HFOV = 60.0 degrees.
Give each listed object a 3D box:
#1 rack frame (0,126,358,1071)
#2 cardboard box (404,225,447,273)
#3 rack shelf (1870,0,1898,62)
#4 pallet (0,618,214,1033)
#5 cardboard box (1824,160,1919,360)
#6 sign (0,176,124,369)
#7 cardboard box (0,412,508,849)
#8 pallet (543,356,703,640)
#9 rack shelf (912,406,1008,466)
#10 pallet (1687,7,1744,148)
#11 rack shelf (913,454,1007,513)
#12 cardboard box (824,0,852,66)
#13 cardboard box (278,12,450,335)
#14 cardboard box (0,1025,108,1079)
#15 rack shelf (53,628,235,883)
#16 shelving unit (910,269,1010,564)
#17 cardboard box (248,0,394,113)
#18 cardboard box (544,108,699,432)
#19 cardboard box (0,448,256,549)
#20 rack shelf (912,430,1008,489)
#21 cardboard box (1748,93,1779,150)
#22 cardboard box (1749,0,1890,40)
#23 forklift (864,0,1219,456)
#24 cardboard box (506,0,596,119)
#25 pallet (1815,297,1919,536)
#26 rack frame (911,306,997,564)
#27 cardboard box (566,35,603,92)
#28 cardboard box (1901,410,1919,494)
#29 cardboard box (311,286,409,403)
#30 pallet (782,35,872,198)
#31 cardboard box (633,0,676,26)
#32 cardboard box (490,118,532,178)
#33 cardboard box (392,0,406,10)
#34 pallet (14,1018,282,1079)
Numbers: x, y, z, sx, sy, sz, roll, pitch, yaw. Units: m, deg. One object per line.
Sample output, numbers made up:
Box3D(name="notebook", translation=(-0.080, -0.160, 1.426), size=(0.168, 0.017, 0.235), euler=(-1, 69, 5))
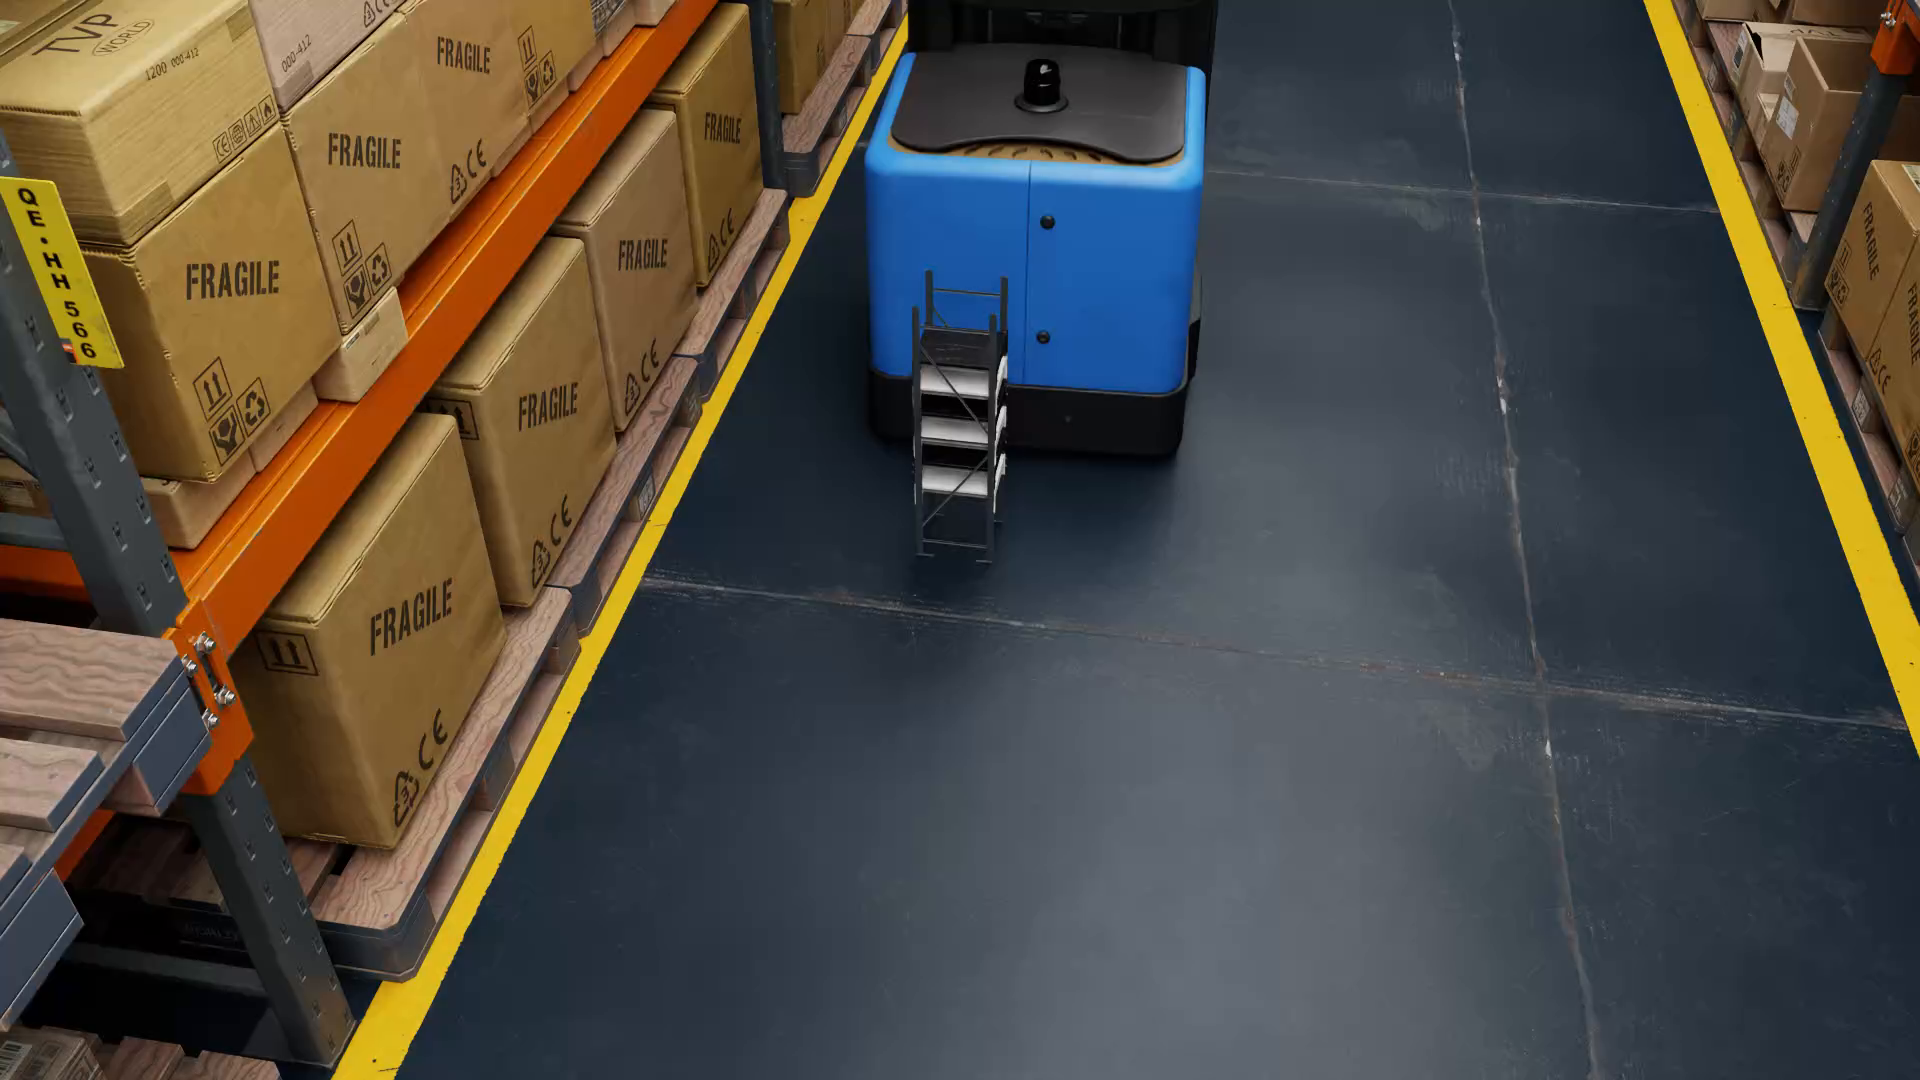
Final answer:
Box3D(name="rack frame", translation=(-1.909, -0.041, 2.945), size=(1.000, 3.000, 0.127), euler=(6, 40, 8))
Box3D(name="cardboard box", translation=(-1.483, -0.782, 4.024), size=(0.380, 0.149, 0.250), euler=(7, 40, 9))
Box3D(name="rack shelf", translation=(4.009, -2.985, 7.071), size=(1.077, 0.370, 4.000), euler=(6, 40, 8))
Box3D(name="pallet", translation=(-1.927, 0.492, 2.451), size=(1.213, 0.211, 1.003), euler=(6, 40, 8))
Box3D(name="cardboard box", translation=(3.340, -0.937, 5.645), size=(0.500, 0.500, 0.500), euler=(5, 40, 6))
Box3D(name="sign", translation=(-1.372, -0.402, 2.536), size=(0.100, 0.325, 0.005), euler=(6, 40, 8))
Box3D(name="cardboard box", translation=(-1.652, 0.179, 4.037), size=(0.750, 0.750, 0.750), euler=(6, 40, 7))
Box3D(name="pallet", translation=(-1.484, -0.216, 5.345), size=(1.003, 0.211, 1.213), euler=(6, 40, 8))
Box3D(name="rack shelf", translation=(0.001, -0.326, 4.991), size=(0.258, 0.077, 0.200), euler=(6, 40, 8))
Box3D(name="pallet", translation=(3.992, -2.131, 7.662), size=(1.003, 0.211, 1.213), euler=(6, 40, 8))
Box3D(name="rack shelf", translation=(0.001, -0.187, 5.105), size=(0.258, 0.077, 0.200), euler=(6, 40, 8))
Box3D(name="cardboard box", translation=(-0.896, -2.522, 7.579), size=(0.700, 0.500, 0.500), euler=(6, 40, 7))
Box3D(name="cardboard box", translation=(-1.473, -0.806, 3.543), size=(0.500, 0.500, 0.500), euler=(8, 40, 9))
Box3D(name="cardboard box", translation=(-1.982, 1.211, 3.048), size=(0.700, 0.500, 0.500), euler=(7, 40, 8))
Box3D(name="rack shelf", translation=(-2.255, 1.492, 1.656), size=(1.077, 0.370, 4.000), euler=(6, 40, 8))
Box3D(name="shelving unit", translation=(0.001, -0.352, 4.969), size=(0.258, 0.900, 0.210), euler=(6, 40, 8))
Box3D(name="cardboard box", translation=(-1.484, -1.084, 3.291), size=(0.500, 0.250, 0.500), euler=(6, 40, 7))
Box3D(name="cardboard box", translation=(-1.352, -0.904, 5.347), size=(0.750, 0.750, 0.750), euler=(8, 40, 9))
Box3D(name="cardboard box", translation=(-1.623, -0.133, 3.238), size=(0.380, 0.149, 0.250), euler=(6, 40, 7))
Box3D(name="rack shelf", translation=(0.001, -0.257, 5.048), size=(0.258, 0.077, 0.200), euler=(6, 40, 8))
Box3D(name="cardboard box", translation=(3.488, -1.709, 6.855), size=(0.380, 0.149, 0.250), euler=(6, 40, 8))
Box3D(name="cardboard box", translation=(3.983, -2.394, 7.406), size=(0.797, 0.503, 0.637), euler=(6, 40, 8))
Box3D(name="forklift", translation=(0.389, -2.340, 5.780), size=(1.130, 2.935, 3.031), euler=(4, 40, 5))
Box3D(name="cardboard box", translation=(-1.303, -1.445, 4.316), size=(0.500, 0.500, 0.500), euler=(7, 40, 9))
Box3D(name="pallet", translation=(3.560, -0.418, 5.590), size=(1.003, 0.211, 1.213), euler=(6, 40, 8))
Box3D(name="rack frame", translation=(-0.016, -0.288, 4.892), size=(0.240, 0.900, 0.006), euler=(6, 40, 8))
Box3D(name="cardboard box", translation=(-1.259, -1.426, 4.802), size=(0.380, 0.149, 0.250), euler=(5, 40, 6))
Box3D(name="cardboard box", translation=(3.164, -0.288, 4.860), size=(0.500, 0.500, 0.500), euler=(7, 40, 8))
Box3D(name="cardboard box", translation=(-1.442, -0.447, 3.618), size=(0.380, 0.149, 0.250), euler=(8, 40, 9))
Box3D(name="pallet", translation=(-1.008, -1.945, 7.437), size=(1.003, 0.211, 1.213), euler=(6, 40, 8))
Box3D(name="cardboard box", translation=(-1.093, -1.728, 5.167), size=(0.380, 0.149, 0.250), euler=(6, 40, 8))
Box3D(name="cardboard box", translation=(-1.369, -1.096, 4.404), size=(0.380, 0.149, 0.250), euler=(7, 40, 8))
Box3D(name="cardboard box", translation=(-1.401, -1.399, 3.671), size=(0.500, 0.250, 0.500), euler=(7, 40, 8))
Box3D(name="pallet", translation=(-2.045, 1.524, 3.241), size=(1.003, 0.211, 1.213), euler=(6, 40, 8))
